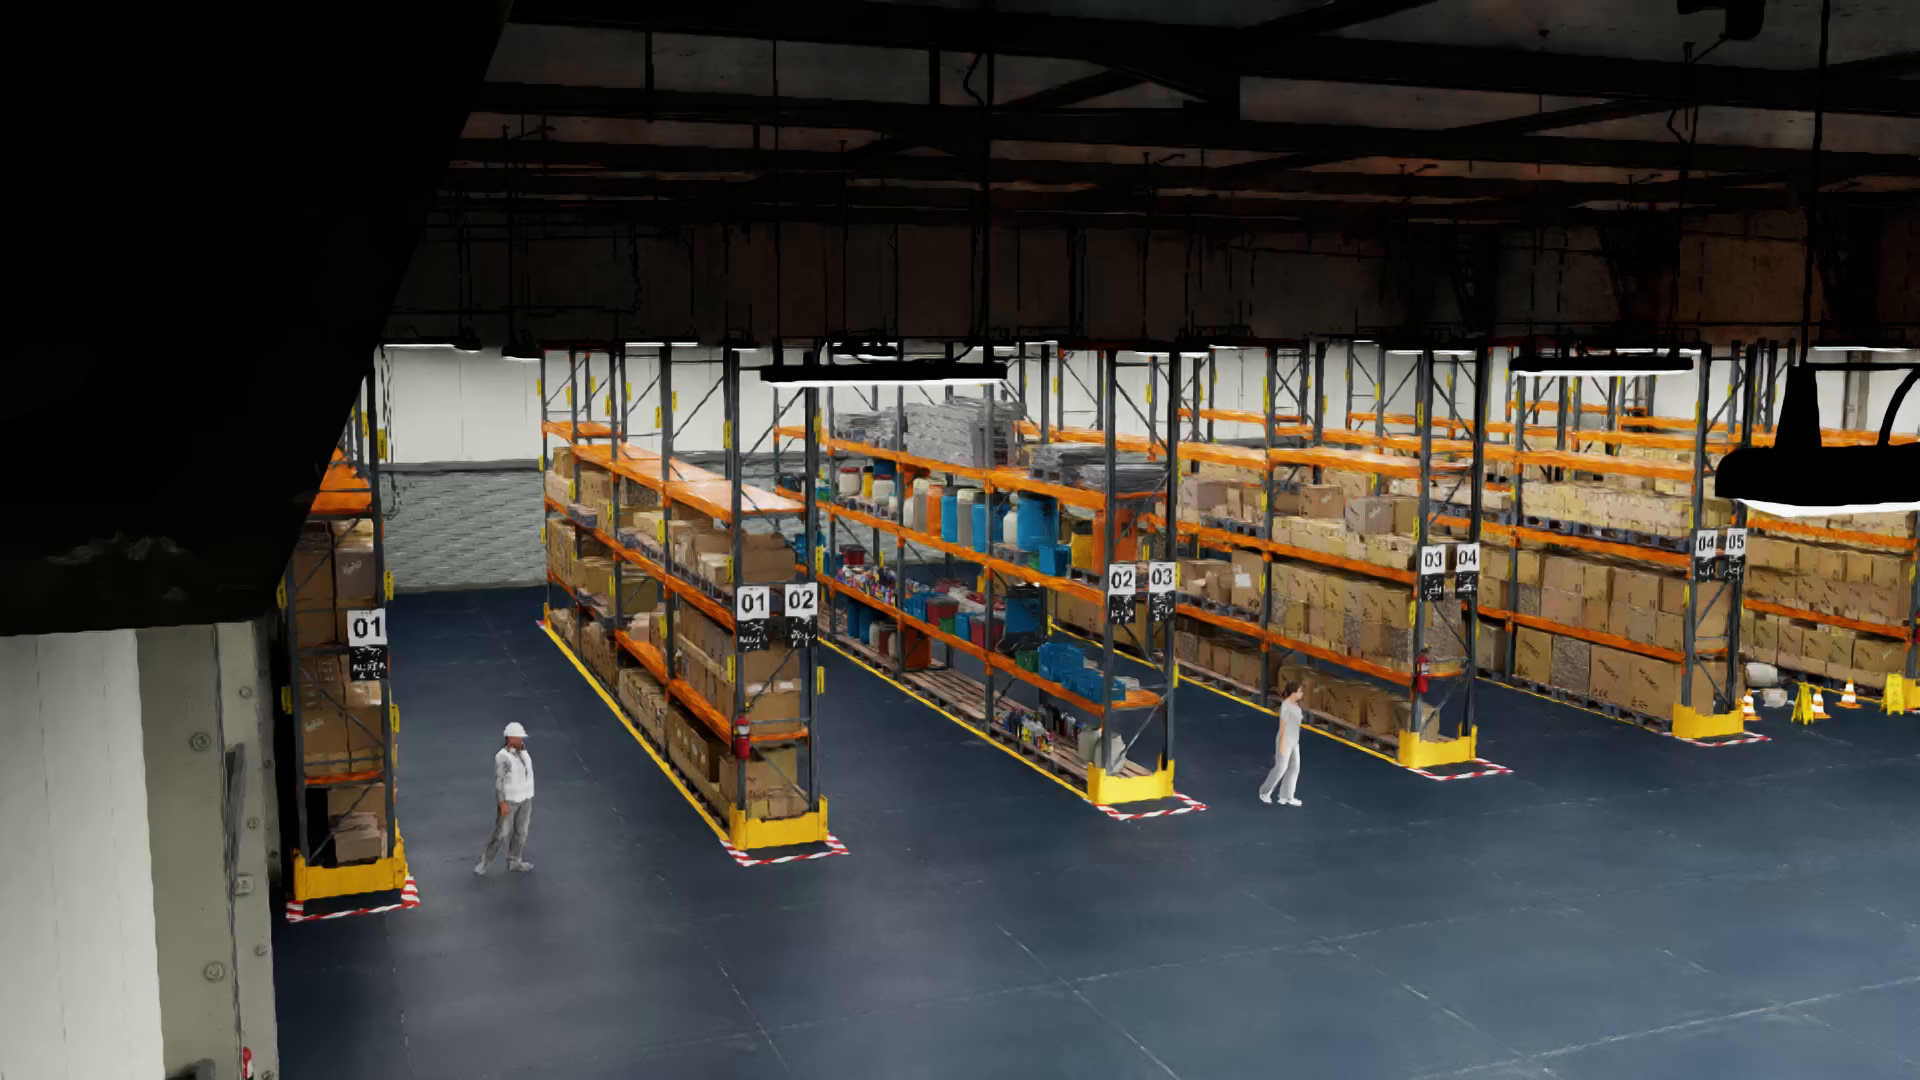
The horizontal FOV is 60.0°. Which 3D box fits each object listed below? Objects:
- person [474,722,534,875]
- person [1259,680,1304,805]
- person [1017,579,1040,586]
[{"bbox_3d":[-5.248,2.984,19.128,0.518,1.759,0.728,4,8,26],"label":"person"},{"bbox_3d":[4.250,2.668,21.962,0.552,1.658,0.505,5,9,32],"label":"person"},{"bbox_3d":[1.264,1.410,31.337,0.702,1.735,0.549,-3,8,-23],"label":"person"}]
